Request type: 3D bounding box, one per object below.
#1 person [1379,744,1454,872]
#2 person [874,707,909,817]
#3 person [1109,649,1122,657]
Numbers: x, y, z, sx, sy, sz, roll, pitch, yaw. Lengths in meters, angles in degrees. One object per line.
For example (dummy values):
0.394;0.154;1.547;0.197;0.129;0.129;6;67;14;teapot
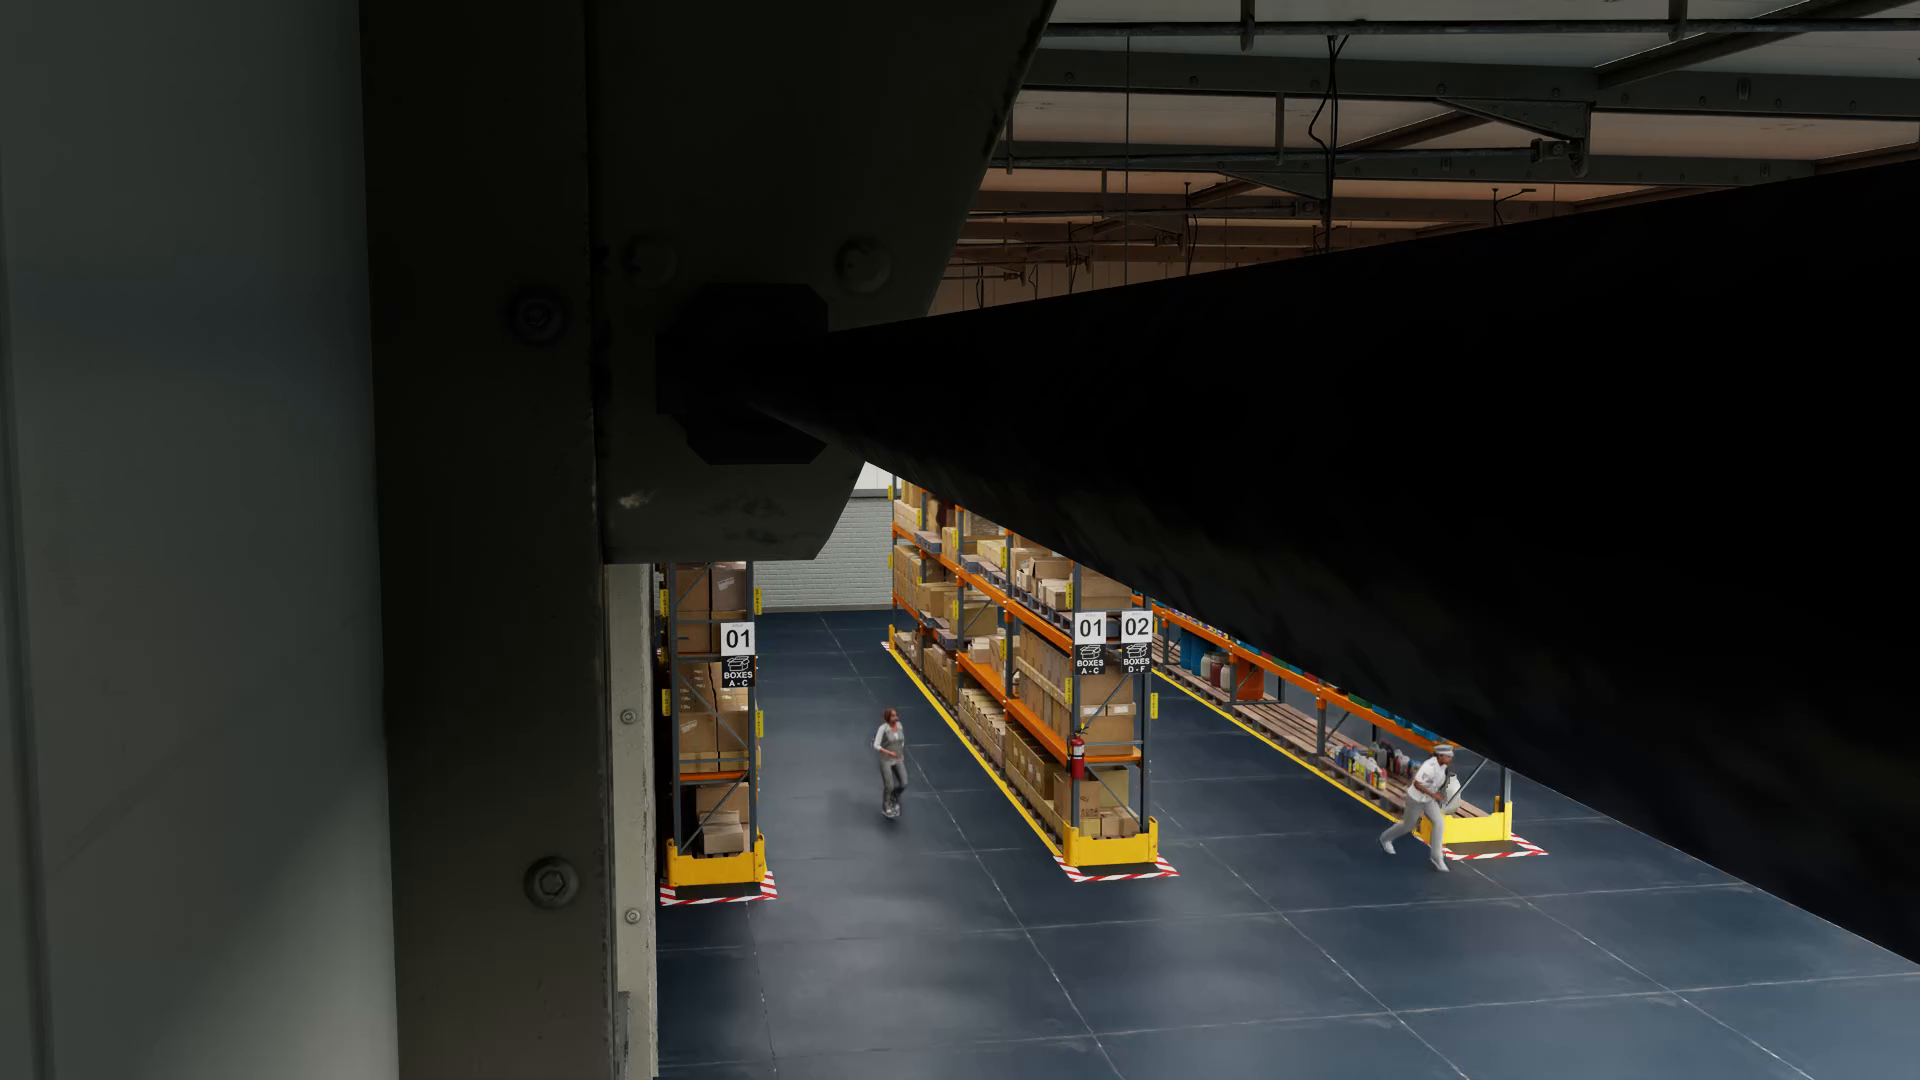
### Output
5.752;3.311;20.946;0.986;1.611;0.615;6;8;43;person
-0.931;3.074;22.898;0.538;1.566;0.576;-4;7;-30;person
2.850;2.155;31.001;0.649;1.706;0.739;-1;6;-13;person
